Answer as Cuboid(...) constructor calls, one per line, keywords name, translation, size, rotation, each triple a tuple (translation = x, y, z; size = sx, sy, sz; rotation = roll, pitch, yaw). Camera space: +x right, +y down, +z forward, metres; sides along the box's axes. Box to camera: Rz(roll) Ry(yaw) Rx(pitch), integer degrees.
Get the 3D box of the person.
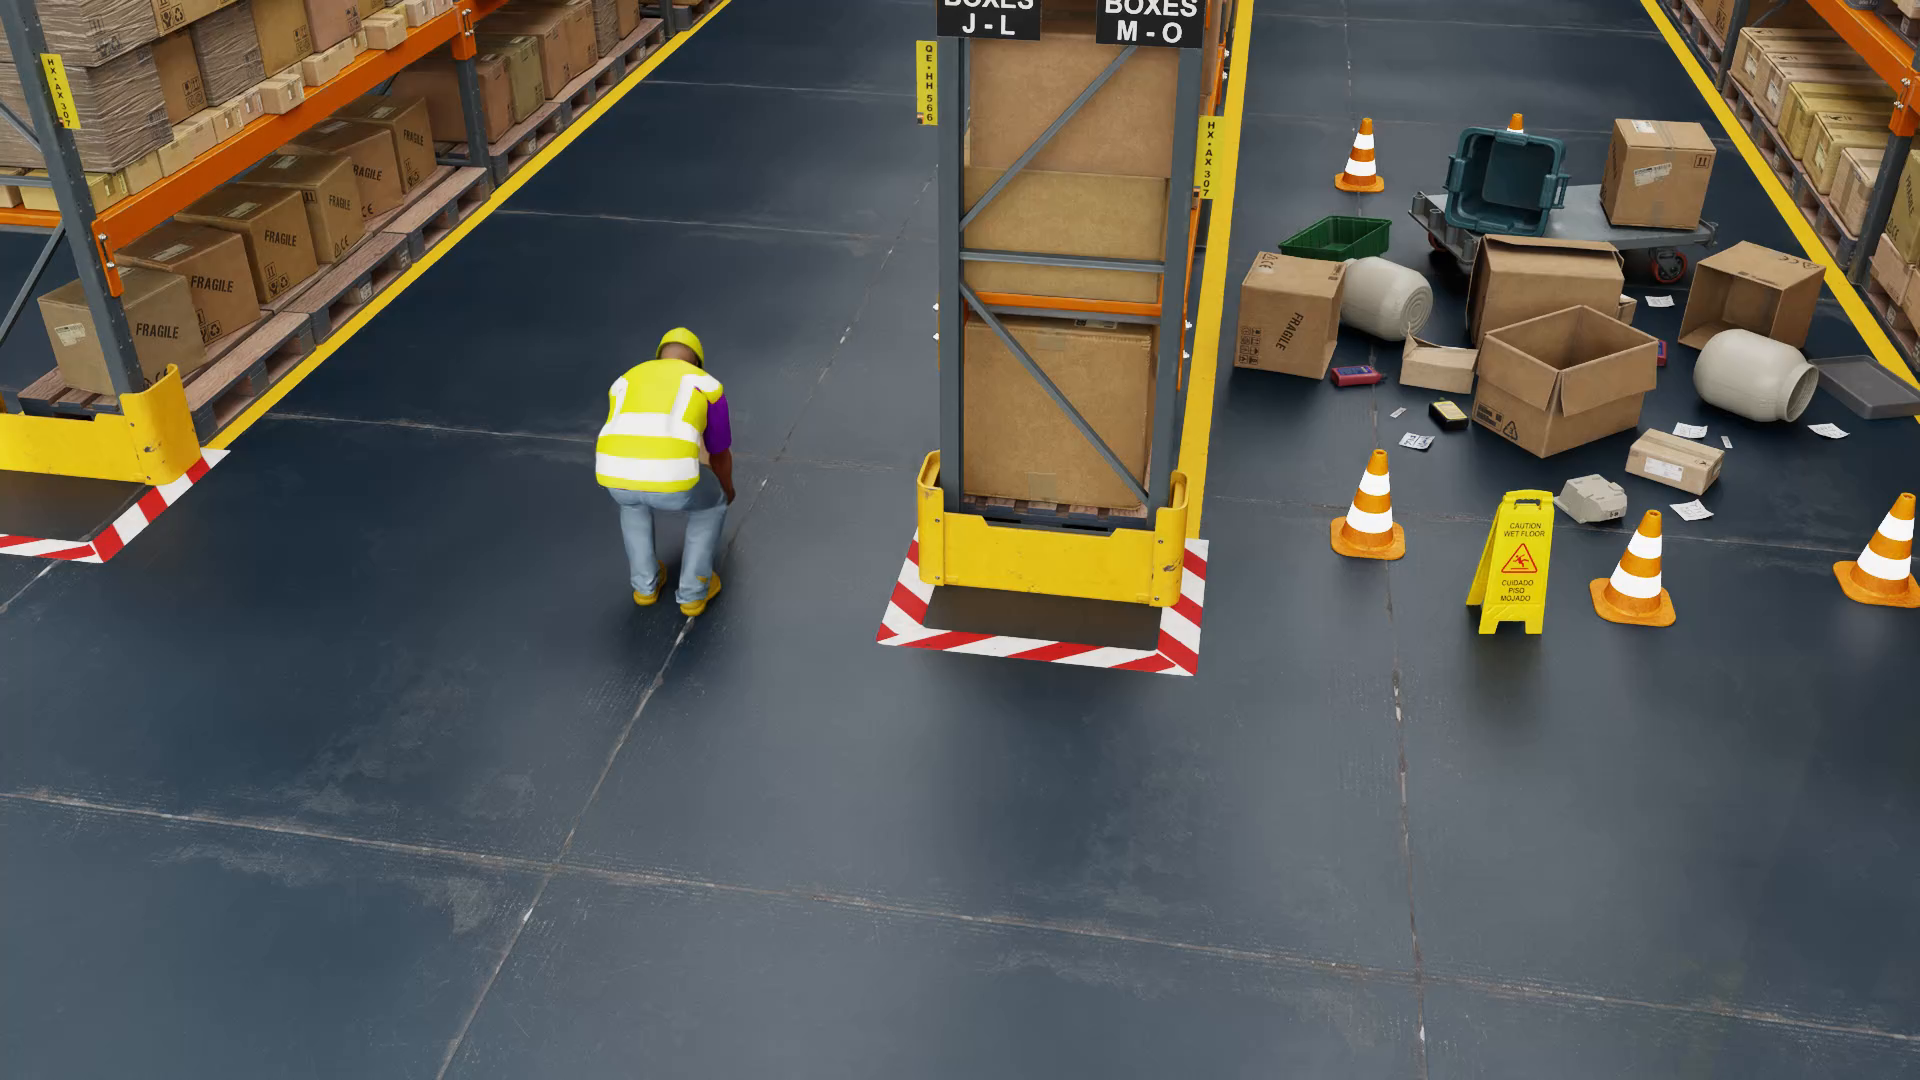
Cuboid(name="person", translation=(-1.268, -0.283, 7.242), size=(0.522, 1.042, 0.965), rotation=(4, 32, 6))
